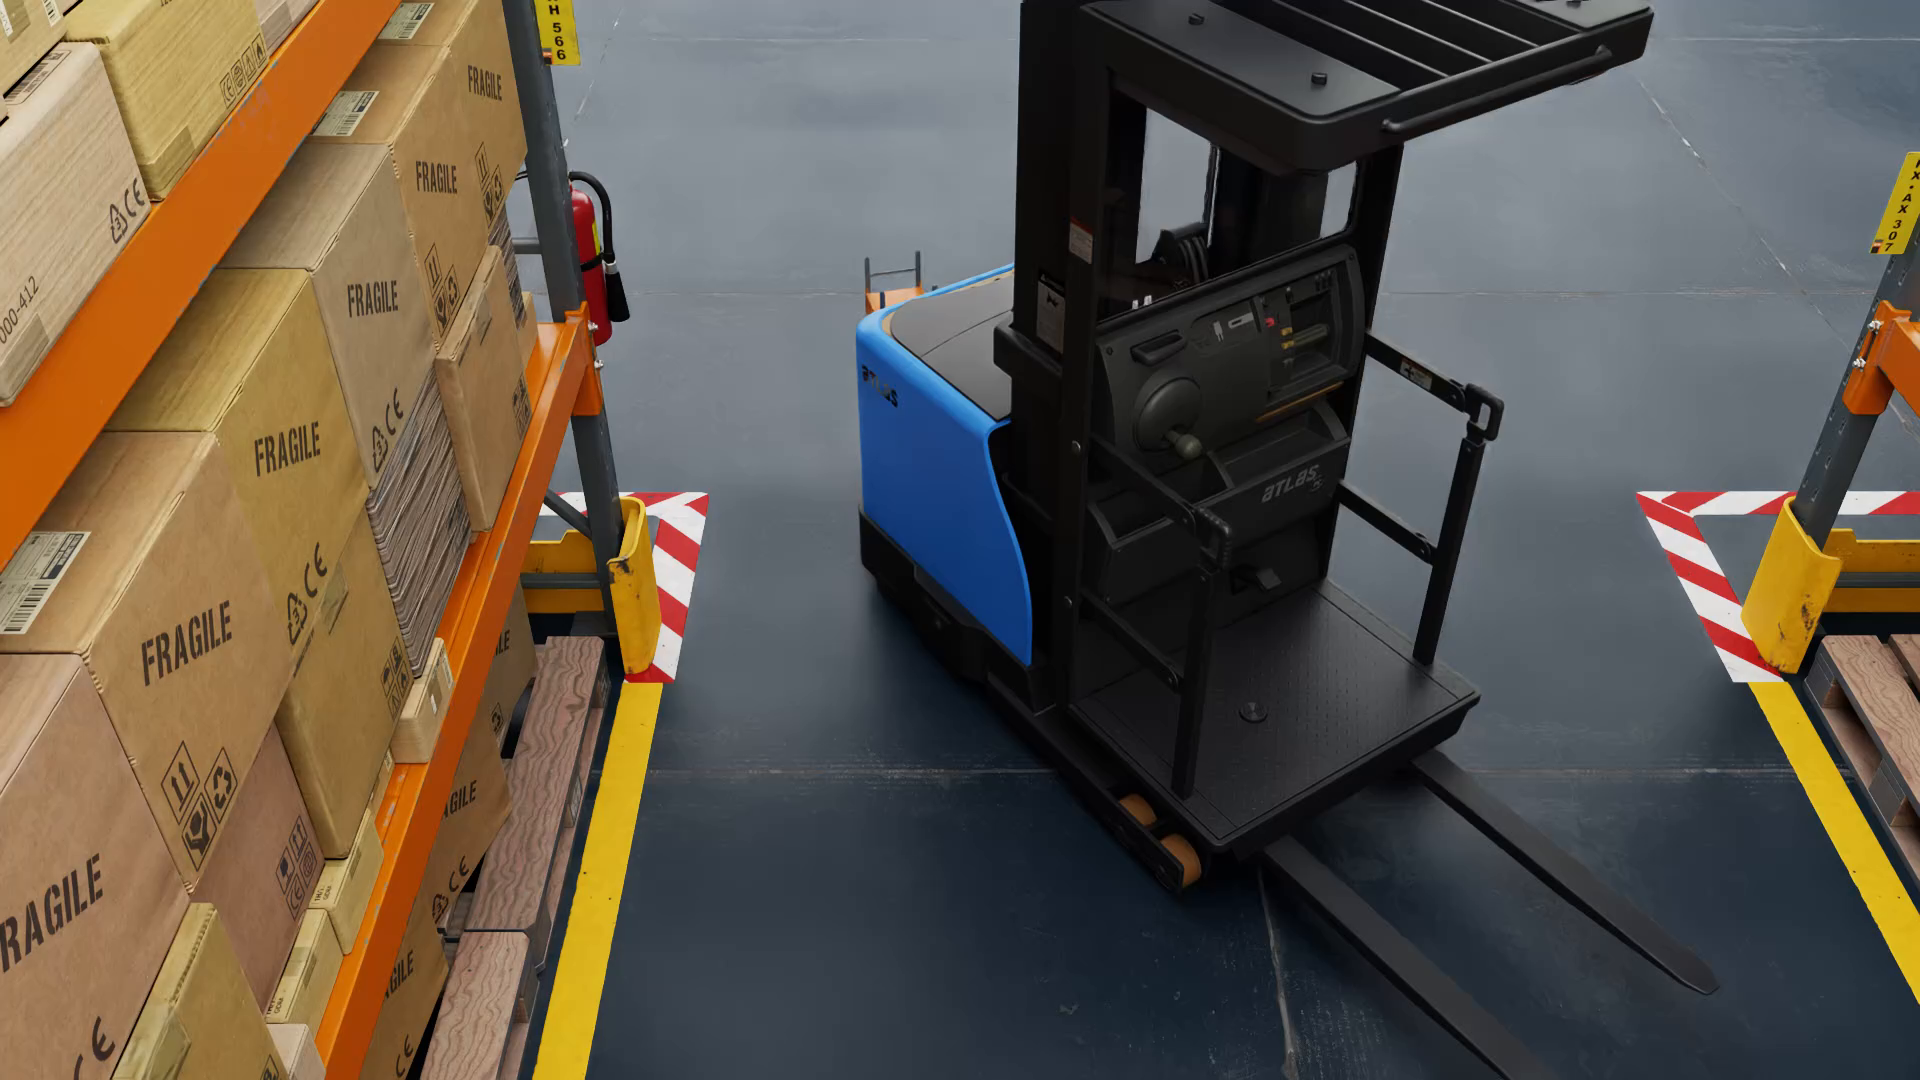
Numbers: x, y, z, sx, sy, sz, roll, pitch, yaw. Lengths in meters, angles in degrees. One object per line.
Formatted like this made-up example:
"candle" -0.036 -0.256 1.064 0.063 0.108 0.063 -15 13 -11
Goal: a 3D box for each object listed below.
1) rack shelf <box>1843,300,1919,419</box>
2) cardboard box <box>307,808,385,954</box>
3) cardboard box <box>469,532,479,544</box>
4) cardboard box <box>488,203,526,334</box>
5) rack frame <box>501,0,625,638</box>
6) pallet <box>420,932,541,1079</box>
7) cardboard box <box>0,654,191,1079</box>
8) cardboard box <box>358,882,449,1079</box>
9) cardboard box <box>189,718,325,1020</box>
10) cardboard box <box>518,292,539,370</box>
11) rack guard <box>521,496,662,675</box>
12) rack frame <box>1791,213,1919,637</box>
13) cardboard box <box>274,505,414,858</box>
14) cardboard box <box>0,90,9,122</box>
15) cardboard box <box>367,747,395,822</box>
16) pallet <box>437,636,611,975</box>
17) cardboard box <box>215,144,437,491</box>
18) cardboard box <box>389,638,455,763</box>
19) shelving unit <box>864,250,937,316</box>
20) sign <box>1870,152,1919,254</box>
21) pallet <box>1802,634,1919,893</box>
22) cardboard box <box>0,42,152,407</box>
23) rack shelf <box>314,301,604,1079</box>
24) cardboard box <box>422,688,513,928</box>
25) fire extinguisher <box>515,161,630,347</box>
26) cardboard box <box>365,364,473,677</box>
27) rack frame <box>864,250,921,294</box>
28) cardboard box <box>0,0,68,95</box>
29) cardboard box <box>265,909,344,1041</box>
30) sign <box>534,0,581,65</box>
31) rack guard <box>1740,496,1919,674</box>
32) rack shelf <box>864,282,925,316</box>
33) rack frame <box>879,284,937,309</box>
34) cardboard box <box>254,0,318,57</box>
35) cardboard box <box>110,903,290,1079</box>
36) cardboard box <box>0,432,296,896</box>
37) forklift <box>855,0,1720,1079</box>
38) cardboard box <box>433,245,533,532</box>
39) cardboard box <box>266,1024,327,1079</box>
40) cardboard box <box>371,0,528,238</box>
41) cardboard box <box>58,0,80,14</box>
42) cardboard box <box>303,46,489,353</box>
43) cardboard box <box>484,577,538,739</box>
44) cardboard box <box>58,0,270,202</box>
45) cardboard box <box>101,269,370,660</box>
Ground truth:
"rack shelf" 3.312 0.661 3.602 1.077 0.370 4.000 0 39 0
"cardboard box" -1.353 0.660 3.229 0.380 0.149 0.250 0 39 0
"cardboard box" -1.400 -0.122 4.204 0.380 0.149 0.250 0 39 0
"cardboard box" -1.670 -0.678 4.379 0.875 0.500 0.500 0 39 0
"rack frame" -1.643 -0.867 4.933 1.000 3.000 0.127 0 39 0
"pallet" -1.679 1.538 4.162 1.003 0.211 1.213 0 39 0
"cardboard box" -1.387 0.495 2.116 0.500 0.500 0.500 0 39 0
"cardboard box" -1.642 1.101 4.141 0.500 0.500 0.500 3 39 4
"cardboard box" -1.644 0.573 2.819 0.875 0.500 0.500 0 39 0
"cardboard box" -1.436 -0.591 4.789 0.380 0.149 0.250 0 39 0
"rack guard" -1.643 0.156 5.655 1.175 0.500 0.348 0 39 0
"rack frame" 3.310 -0.870 4.937 1.000 3.000 0.127 0 39 0
"cardboard box" -1.603 0.260 3.209 0.875 0.500 0.500 0 39 0
"cardboard box" -1.335 -0.492 1.868 0.380 0.149 0.250 -1 39 -1
"cardboard box" -1.399 0.504 3.424 0.380 0.149 0.250 0 39 0
"pallet" -1.677 0.777 5.112 1.003 0.211 1.213 0 39 0
"cardboard box" -1.391 -0.443 3.287 0.500 0.500 0.500 0 39 0
"cardboard box" -1.329 0.347 3.619 0.380 0.149 0.250 0 39 0
"shelving unit" -0.205 -0.517 6.055 0.215 1.050 0.252 -9 40 -11
"sign" 2.760 -0.981 4.854 0.100 0.325 0.005 0 39 0
"pallet" 3.353 0.773 5.116 1.003 0.211 1.213 0 39 0
"cardboard box" -1.378 -0.400 2.072 0.500 0.250 0.500 -1 39 -2
"rack shelf" -1.641 0.665 3.597 1.077 0.370 4.000 0 39 0
"cardboard box" -1.624 0.709 4.629 0.500 0.500 0.500 10 40 12
"fire extinguisher" -1.182 -0.908 5.047 0.296 0.674 0.183 0 39 0
"cardboard box" -1.592 -0.052 3.599 0.875 0.500 0.500 0 39 0
"rack frame" -0.236 -0.590 6.147 0.200 1.050 0.008 -9 40 -11
"cardboard box" -1.370 -0.652 2.067 0.380 0.149 0.250 -1 39 -1
"cardboard box" -1.364 0.816 3.033 0.380 0.149 0.250 0 39 0
"sign" -1.088 -1.430 4.457 0.100 0.325 0.005 0 39 0
"rack guard" 3.357 0.153 5.660 1.175 0.500 0.348 0 39 0
"rack shelf" -0.205 -0.730 5.884 0.215 0.259 0.240 -9 40 -11
"rack frame" -0.175 -0.443 5.963 0.200 1.050 0.008 -9 40 -11
"cardboard box" -1.393 -1.045 2.876 0.500 0.250 0.500 1 39 1
"cardboard box" -1.542 0.886 2.429 0.875 0.500 0.500 0 39 0
"cardboard box" -1.387 0.183 2.506 0.500 0.500 0.500 0 39 0
"forklift" 0.890 -0.449 4.466 1.130 2.935 3.031 -23 44 -26
"cardboard box" -1.549 -0.365 3.989 0.875 0.500 0.500 0 39 0
"cardboard box" -1.322 0.973 2.838 0.380 0.149 0.250 0 39 0
"cardboard box" -1.395 -1.068 4.067 0.500 0.500 0.500 0 39 0
"cardboard box" -1.404 -0.813 2.268 0.380 0.149 0.250 1 39 1
"cardboard box" -1.389 -0.755 3.677 0.500 0.500 0.500 0 39 0
"cardboard box" -1.659 0.335 5.096 0.500 0.500 0.500 7 39 8
"cardboard box" -1.387 -0.730 2.484 0.500 0.250 0.500 -1 39 -1
"cardboard box" -1.399 -0.130 2.896 0.500 0.500 0.500 0 39 0
